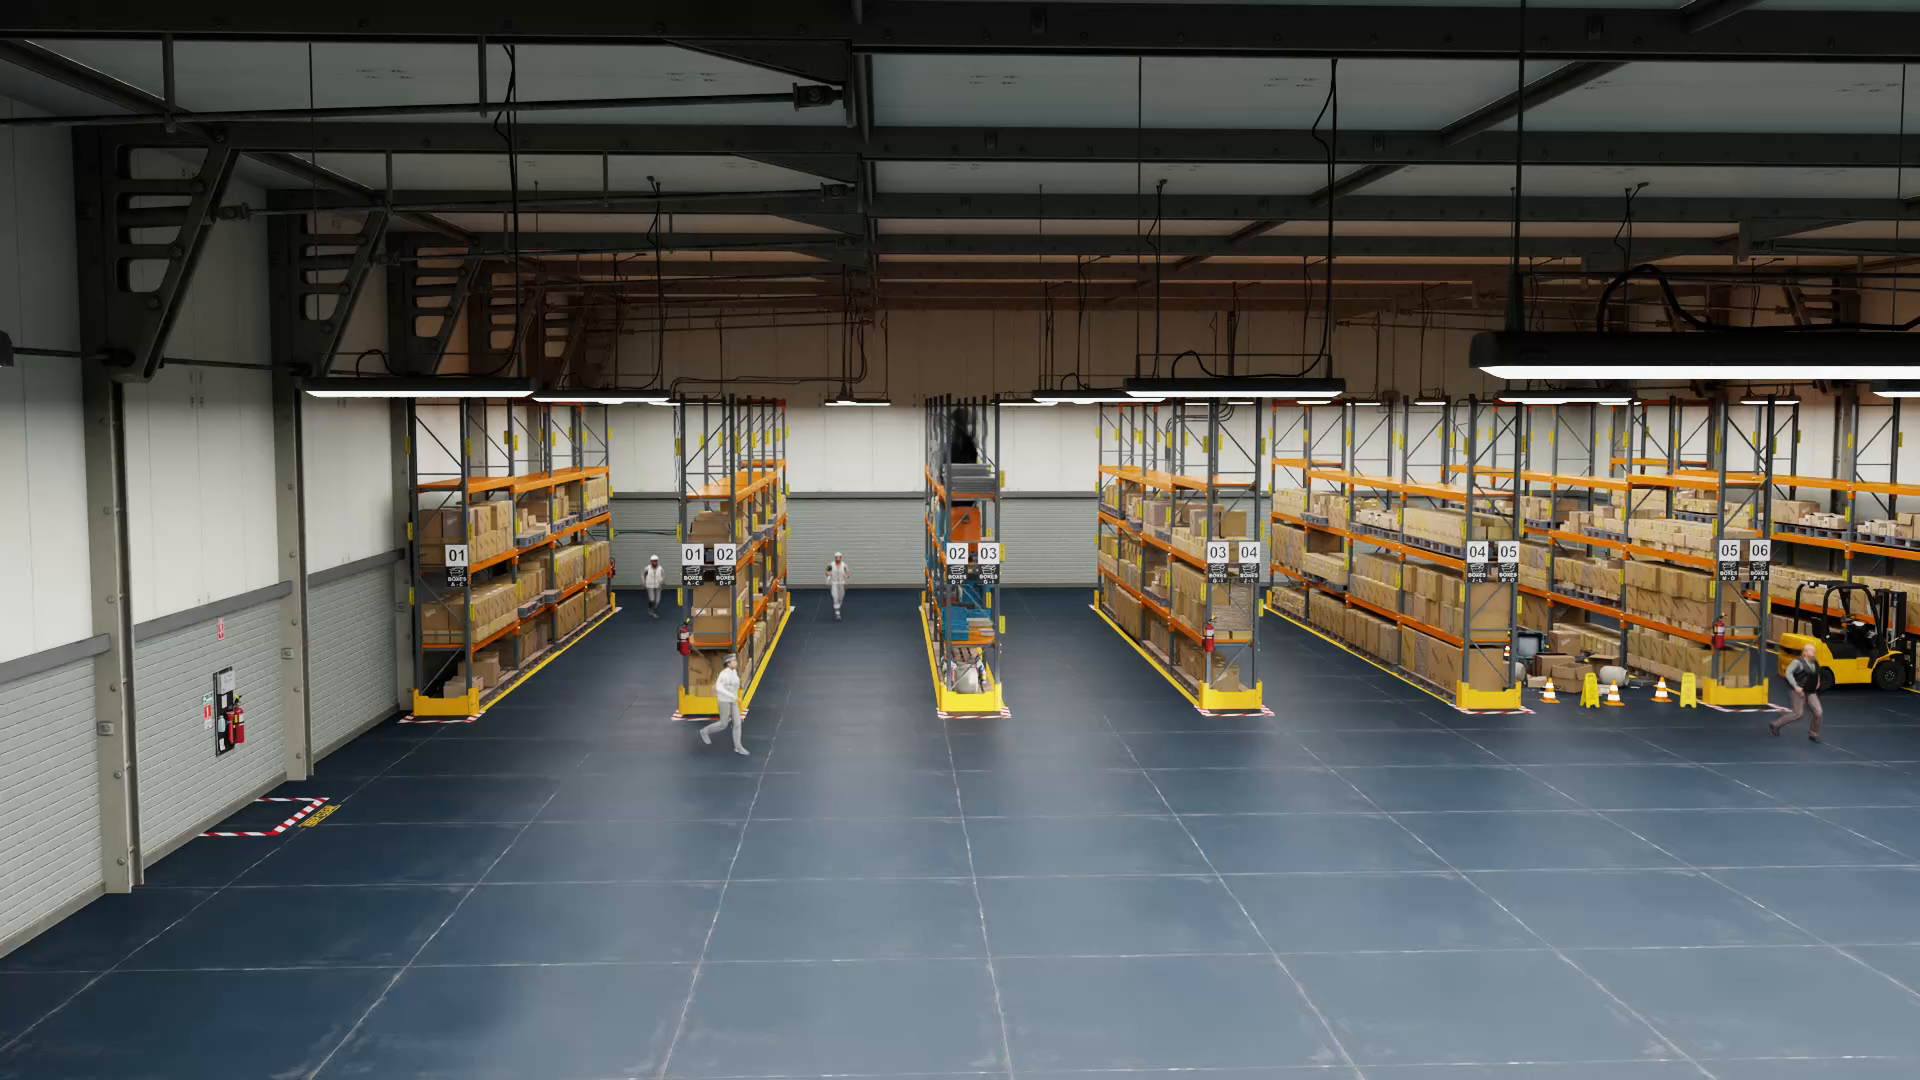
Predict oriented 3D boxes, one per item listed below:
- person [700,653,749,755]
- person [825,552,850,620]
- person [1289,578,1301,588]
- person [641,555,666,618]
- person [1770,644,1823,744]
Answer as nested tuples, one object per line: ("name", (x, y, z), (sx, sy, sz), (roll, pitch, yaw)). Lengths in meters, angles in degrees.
("person", (-3.903, 2.707, 27.686), (0.921, 1.686, 0.639), (2, 5, 20))
("person", (-3.332, 1.232, 45.407), (0.654, 1.796, 0.993), (-1, 5, -12))
("person", (9.935, 1.052, 48.729), (0.572, 1.636, 0.635), (2, 5, 18))
("person", (-8.332, 1.276, 45.300), (0.641, 1.725, 0.666), (-2, 5, -19))
("person", (14.482, 2.647, 28.619), (0.864, 1.721, 0.674), (-2, 5, -24))
